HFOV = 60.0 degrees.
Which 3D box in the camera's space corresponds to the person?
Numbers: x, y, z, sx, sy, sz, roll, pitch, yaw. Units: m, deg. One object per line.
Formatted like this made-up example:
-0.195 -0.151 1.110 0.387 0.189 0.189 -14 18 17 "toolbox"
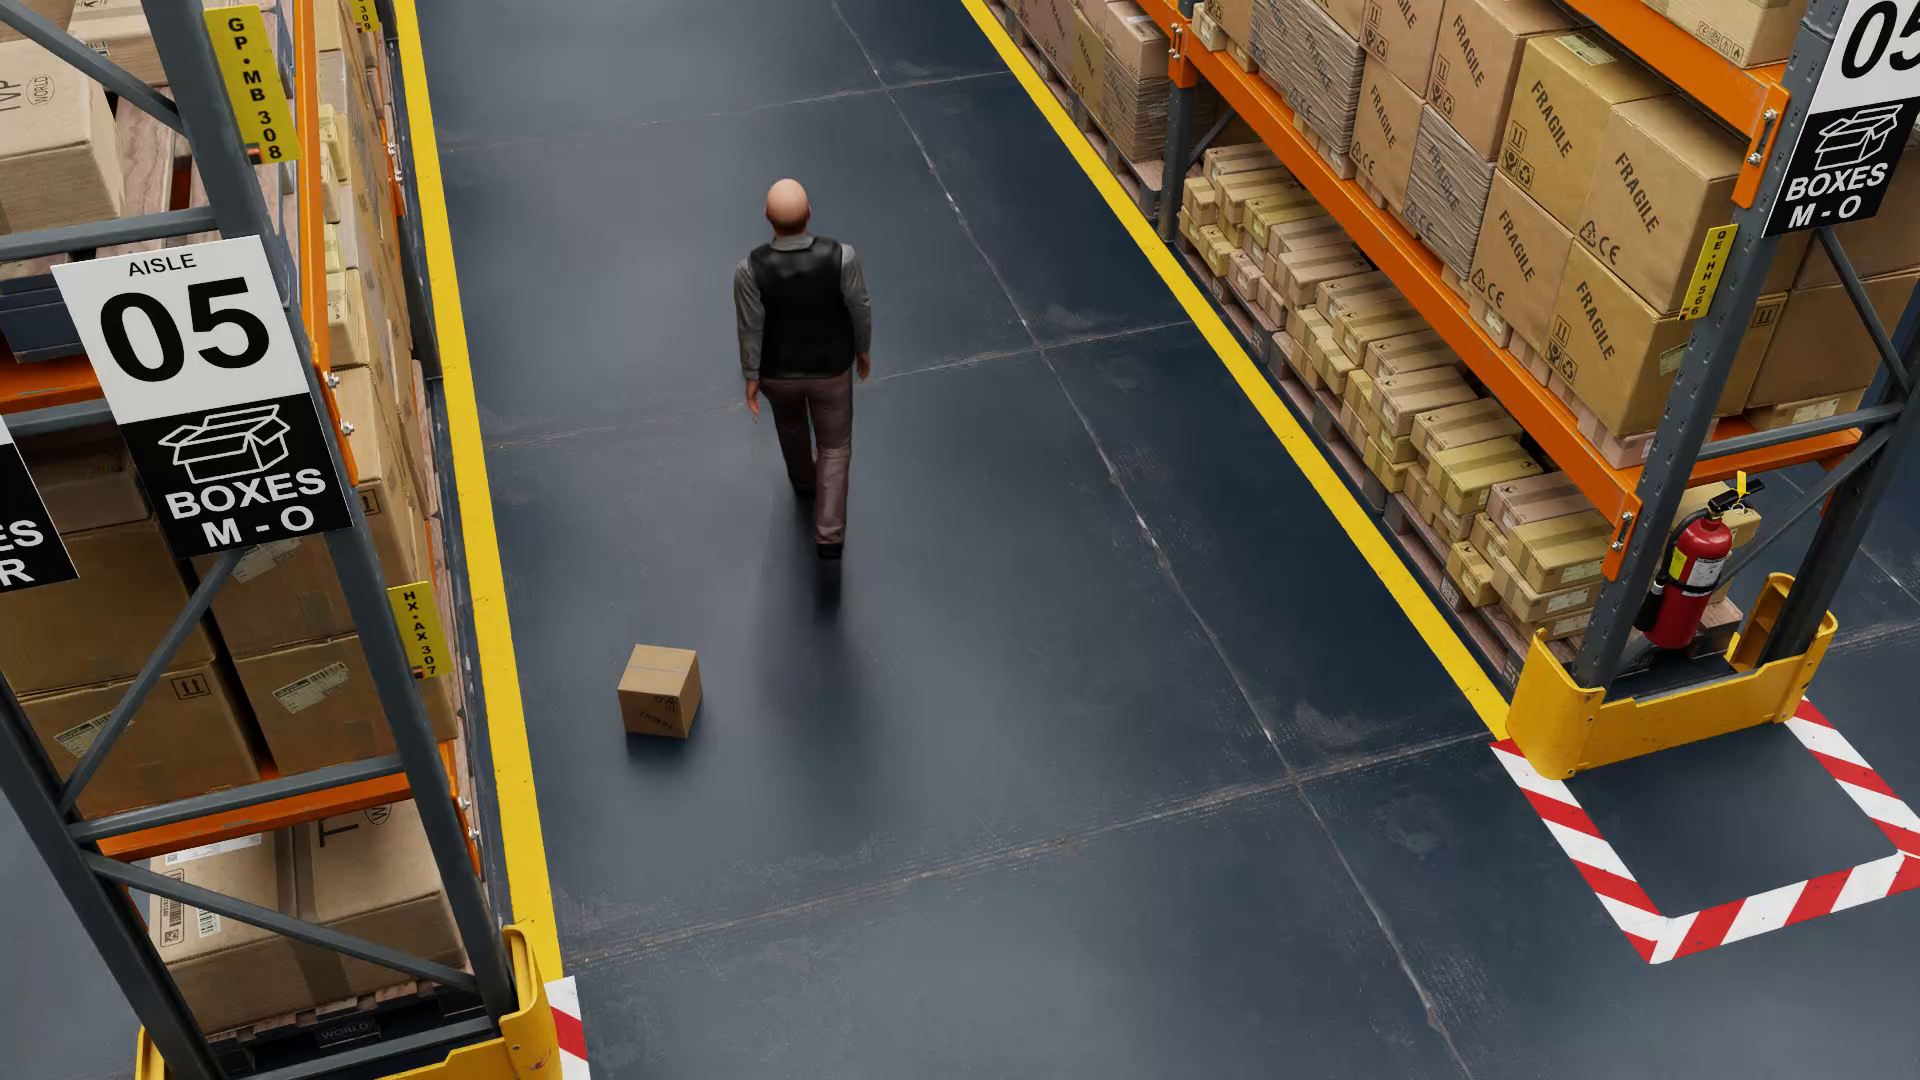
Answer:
-0.635 -0.678 6.998 0.552 1.607 0.951 -3 42 -3 "person"
